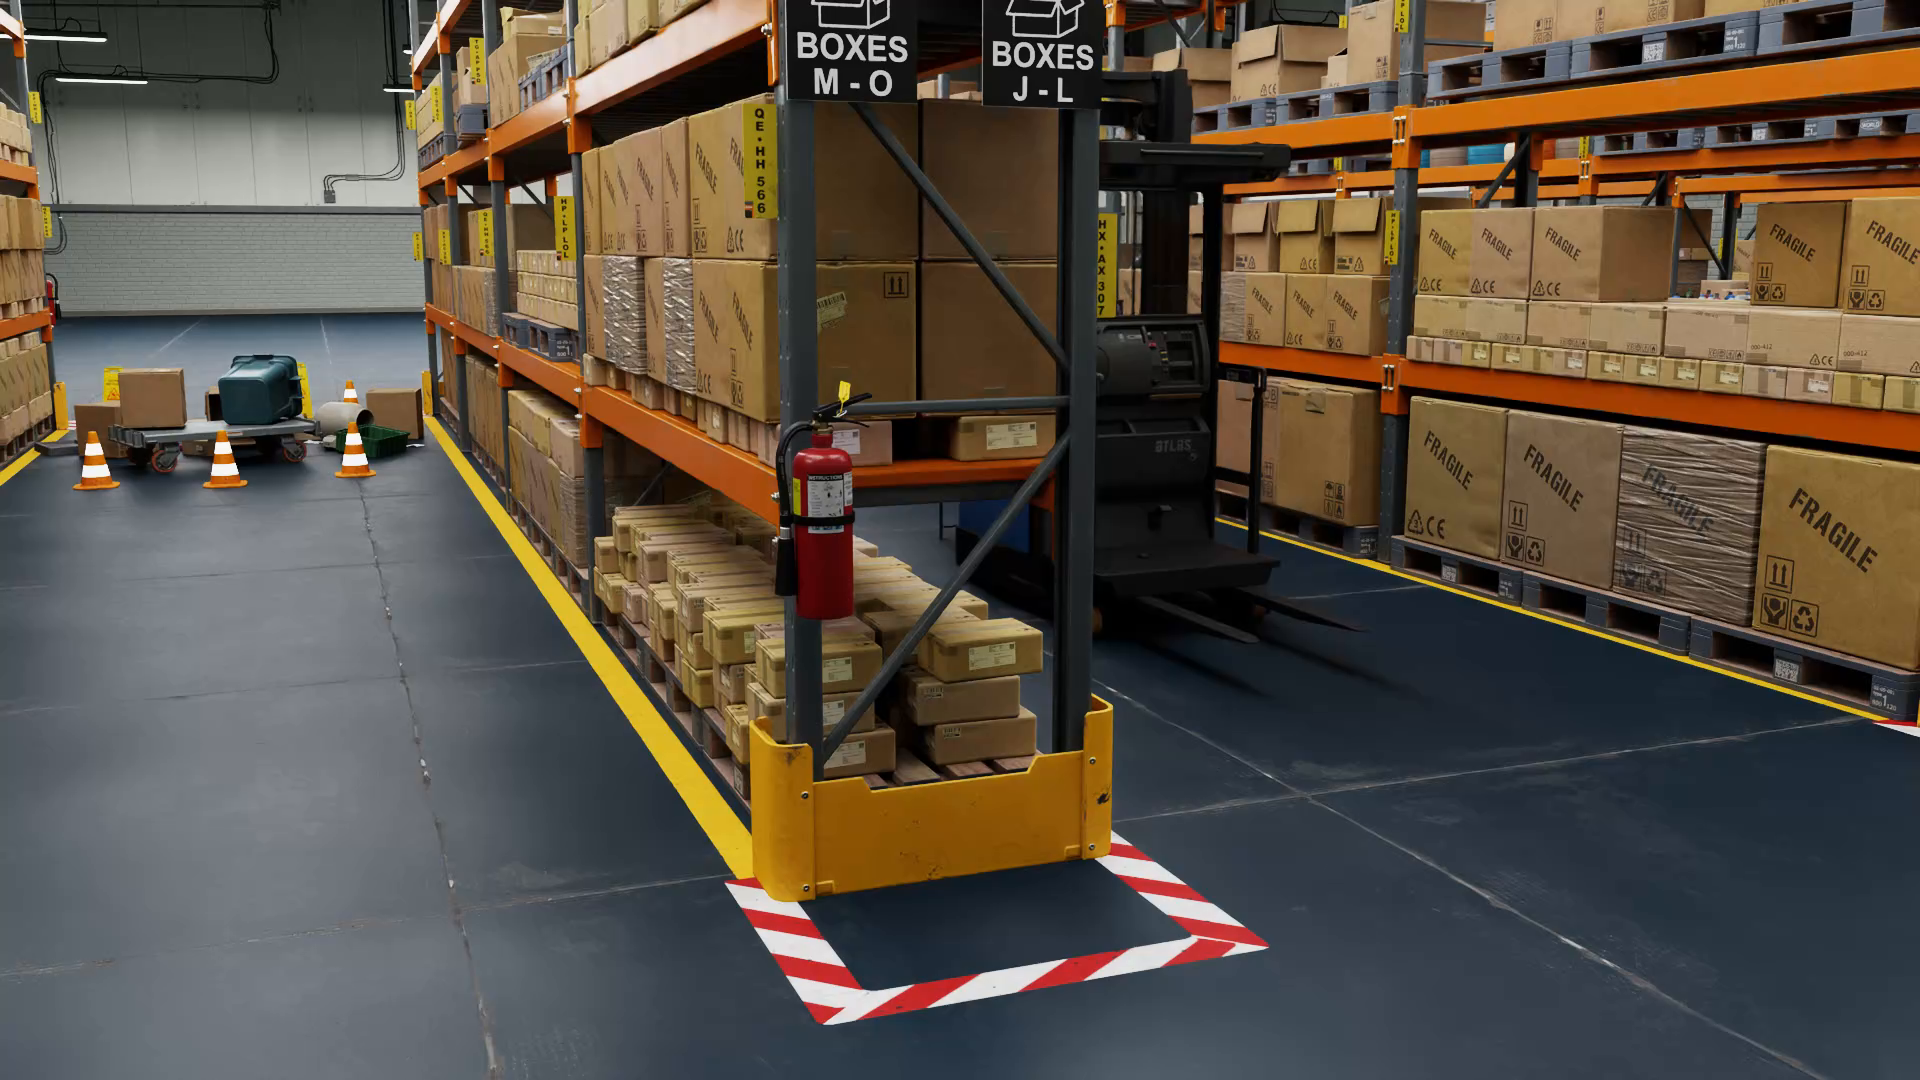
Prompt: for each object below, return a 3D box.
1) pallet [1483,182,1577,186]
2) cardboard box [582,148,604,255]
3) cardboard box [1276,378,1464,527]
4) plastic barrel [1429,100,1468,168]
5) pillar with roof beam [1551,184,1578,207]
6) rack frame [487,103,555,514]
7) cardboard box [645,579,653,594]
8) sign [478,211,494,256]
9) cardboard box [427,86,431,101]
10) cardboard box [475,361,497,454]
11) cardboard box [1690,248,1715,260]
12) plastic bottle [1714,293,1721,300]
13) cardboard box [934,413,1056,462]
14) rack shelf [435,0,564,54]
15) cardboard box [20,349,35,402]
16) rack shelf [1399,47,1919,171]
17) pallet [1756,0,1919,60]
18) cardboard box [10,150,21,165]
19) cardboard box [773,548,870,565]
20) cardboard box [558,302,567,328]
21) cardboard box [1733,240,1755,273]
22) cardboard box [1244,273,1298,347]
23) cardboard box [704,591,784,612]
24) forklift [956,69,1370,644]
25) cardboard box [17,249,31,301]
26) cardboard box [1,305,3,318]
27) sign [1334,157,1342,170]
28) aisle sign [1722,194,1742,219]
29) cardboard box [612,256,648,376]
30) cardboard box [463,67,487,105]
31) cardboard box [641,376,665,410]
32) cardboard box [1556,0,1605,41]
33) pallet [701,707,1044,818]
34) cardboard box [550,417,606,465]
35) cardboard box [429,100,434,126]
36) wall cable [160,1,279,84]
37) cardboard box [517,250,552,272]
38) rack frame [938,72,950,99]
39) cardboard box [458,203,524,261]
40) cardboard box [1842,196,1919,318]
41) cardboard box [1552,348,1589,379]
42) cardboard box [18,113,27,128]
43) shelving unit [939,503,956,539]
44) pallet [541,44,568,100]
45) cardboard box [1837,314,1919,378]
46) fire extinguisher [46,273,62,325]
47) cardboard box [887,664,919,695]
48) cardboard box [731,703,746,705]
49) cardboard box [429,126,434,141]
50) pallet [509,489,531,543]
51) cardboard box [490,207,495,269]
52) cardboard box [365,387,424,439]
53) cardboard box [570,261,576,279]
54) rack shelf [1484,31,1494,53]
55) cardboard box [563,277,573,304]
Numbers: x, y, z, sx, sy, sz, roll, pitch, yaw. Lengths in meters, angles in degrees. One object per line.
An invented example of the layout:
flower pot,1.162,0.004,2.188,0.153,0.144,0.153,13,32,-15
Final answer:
pallet,8.272,-5.262,24.124,1.003,0.211,1.213,-4,11,-21
cardboard box,-1.569,-1.659,8.194,0.500,0.500,0.500,-4,11,-20
cardboard box,2.903,-0.623,11.224,1.225,0.875,0.875,-4,11,-21
plastic barrel,5.495,-4.527,18.306,0.600,0.901,0.600,0,10,0
pillar with roof beam,7.529,-7.861,29.918,9.100,9.000,0.548,-4,11,-21
rack frame,-2.955,-1.713,12.488,1.000,3.000,0.127,-4,11,-21
cardboard box,-1.280,0.187,7.898,0.380,0.149,0.250,-4,11,-24
sign,-3.471,-2.248,12.185,0.100,0.325,0.005,-4,11,-21
cardboard box,-5.291,-4.614,17.182,0.380,0.149,0.250,-4,11,-22
cardboard box,-3.750,-1.212,14.894,1.050,0.750,0.750,-4,11,-21
cardboard box,9.572,-3.717,21.616,0.380,0.149,0.250,-4,11,-21
plastic bottle,6.552,-1.986,14.353,0.061,0.283,0.133,-4,11,-21
cardboard box,0.132,-0.358,5.583,0.380,0.149,0.250,-4,11,-21
rack shelf,-3.680,-4.442,13.896,1.077,0.370,4.000,-4,11,-21
cardboard box,-9.529,-1.629,16.523,0.500,0.500,0.500,-4,11,-22
rack shelf,3.879,-2.155,8.459,1.077,0.370,4.000,-4,11,-21
pallet,4.325,-2.260,7.246,1.003,0.211,1.213,-4,11,-21
cardboard box,-9.856,-3.917,17.029,0.380,0.149,0.250,-4,11,-19
cardboard box,-0.605,0.141,7.307,0.380,0.149,0.250,-4,11,-21
cardboard box,-2.214,-1.365,10.047,0.380,0.149,0.250,-4,11,-23
cardboard box,12.548,-4.469,26.208,0.500,0.500,0.500,-4,11,-21
cardboard box,2.361,-1.633,11.751,0.500,0.500,0.500,-4,11,-22
cardboard box,-0.769,0.301,6.407,0.380,0.149,0.250,-4,11,-23
forklift,1.020,-1.026,8.816,1.130,2.935,3.031,-4,11,-23
cardboard box,-9.622,-2.649,16.614,0.500,0.500,0.500,-4,11,-21
cardboard box,-9.244,-2.147,15.644,0.380,0.149,0.250,-4,11,-21
sign,4.354,-4.427,19.153,0.100,0.325,0.005,-4,11,-21
aisle sign,12.350,-5.533,26.539,0.394,0.787,0.004,-4,11,-21
cardboard box,-1.226,-0.995,7.312,0.500,0.500,0.500,-4,11,-22
cardboard box,-3.614,-3.554,13.039,0.500,0.311,0.500,-4,11,-21
cardboard box,-1.185,-0.658,7.271,0.380,0.149,0.250,-3,11,-18
cardboard box,3.684,-2.929,8.985,0.700,0.500,0.500,-3,11,-18
pallet,-0.345,0.818,6.219,1.003,0.211,1.213,-4,11,-21
cardboard box,-2.185,-0.596,10.003,0.500,0.250,0.500,-3,11,-18
cardboard box,-5.185,-4.400,17.121,0.500,0.250,0.500,-4,11,-21
wall cable,-20.944,-14.182,46.914,3.097,2.526,0.112,-4,11,-21
cardboard box,-2.967,-2.001,11.924,0.380,0.149,0.250,-4,11,-21
rack frame,0.255,-5.618,17.310,1.000,3.000,0.127,-4,11,-21
cardboard box,-4.506,-3.034,16.401,0.875,0.550,0.550,-4,11,-21
cardboard box,4.182,-1.211,7.098,0.500,0.500,0.500,-4,11,-20
cardboard box,3.421,-0.954,8.937,0.380,0.149,0.250,-4,11,-20
cardboard box,-10.033,-4.398,17.454,0.380,0.149,0.250,-4,11,-20
shelving unit,0.060,-0.564,11.163,0.258,1.200,0.503,-4,11,-21
pallet,-1.630,-2.552,9.176,1.213,0.211,1.003,-4,11,-21
cardboard box,4.180,-0.841,7.161,0.500,0.250,0.500,-4,11,-22
fire extinguisher,-10.043,-2.698,18.246,0.296,0.674,0.183,-4,11,-21
cardboard box,-0.053,0.493,6.177,0.380,0.149,0.250,-4,11,-21
cardboard box,-0.644,0.632,6.241,0.380,0.149,0.250,-4,11,-21
cardboard box,-5.298,-4.222,17.261,0.380,0.149,0.250,-4,11,-21
pallet,-2.673,-0.213,12.014,1.003,0.211,1.213,-4,11,-21
cardboard box,-3.481,-2.495,13.741,0.700,0.500,0.500,-4,11,-22
cardboard box,-5.924,-1.325,17.435,0.500,0.500,0.500,-2,10,-11
cardboard box,-2.023,-1.576,9.533,0.380,0.149,0.250,-4,11,-23
rack shelf,5.596,-5.055,17.340,1.077,0.370,4.000,-4,11,-21
cardboard box,-2.121,-1.470,9.790,0.380,0.149,0.250,-4,11,-23
